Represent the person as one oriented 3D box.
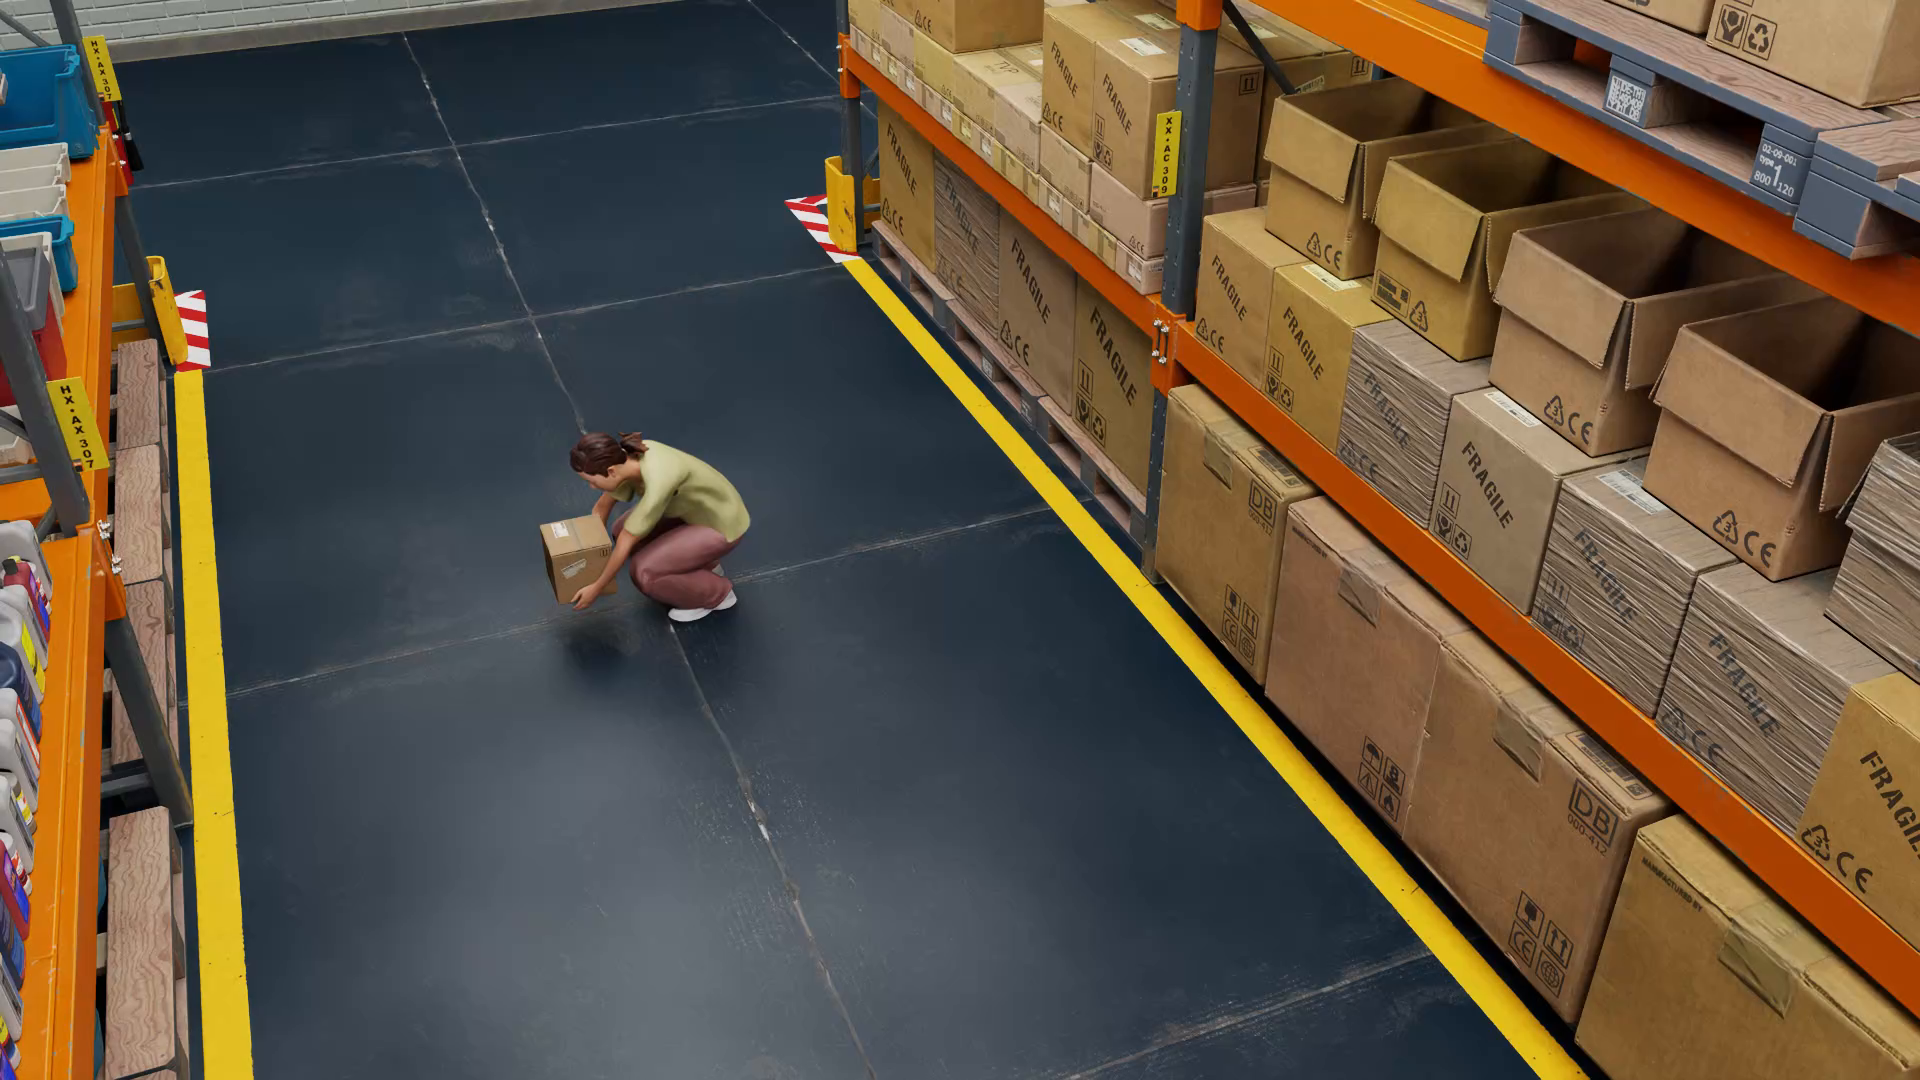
[{"bbox_3d":[-1.288,-0.101,6.975,0.806,0.931,0.478,-13,36,-19],"label":"person"}]
